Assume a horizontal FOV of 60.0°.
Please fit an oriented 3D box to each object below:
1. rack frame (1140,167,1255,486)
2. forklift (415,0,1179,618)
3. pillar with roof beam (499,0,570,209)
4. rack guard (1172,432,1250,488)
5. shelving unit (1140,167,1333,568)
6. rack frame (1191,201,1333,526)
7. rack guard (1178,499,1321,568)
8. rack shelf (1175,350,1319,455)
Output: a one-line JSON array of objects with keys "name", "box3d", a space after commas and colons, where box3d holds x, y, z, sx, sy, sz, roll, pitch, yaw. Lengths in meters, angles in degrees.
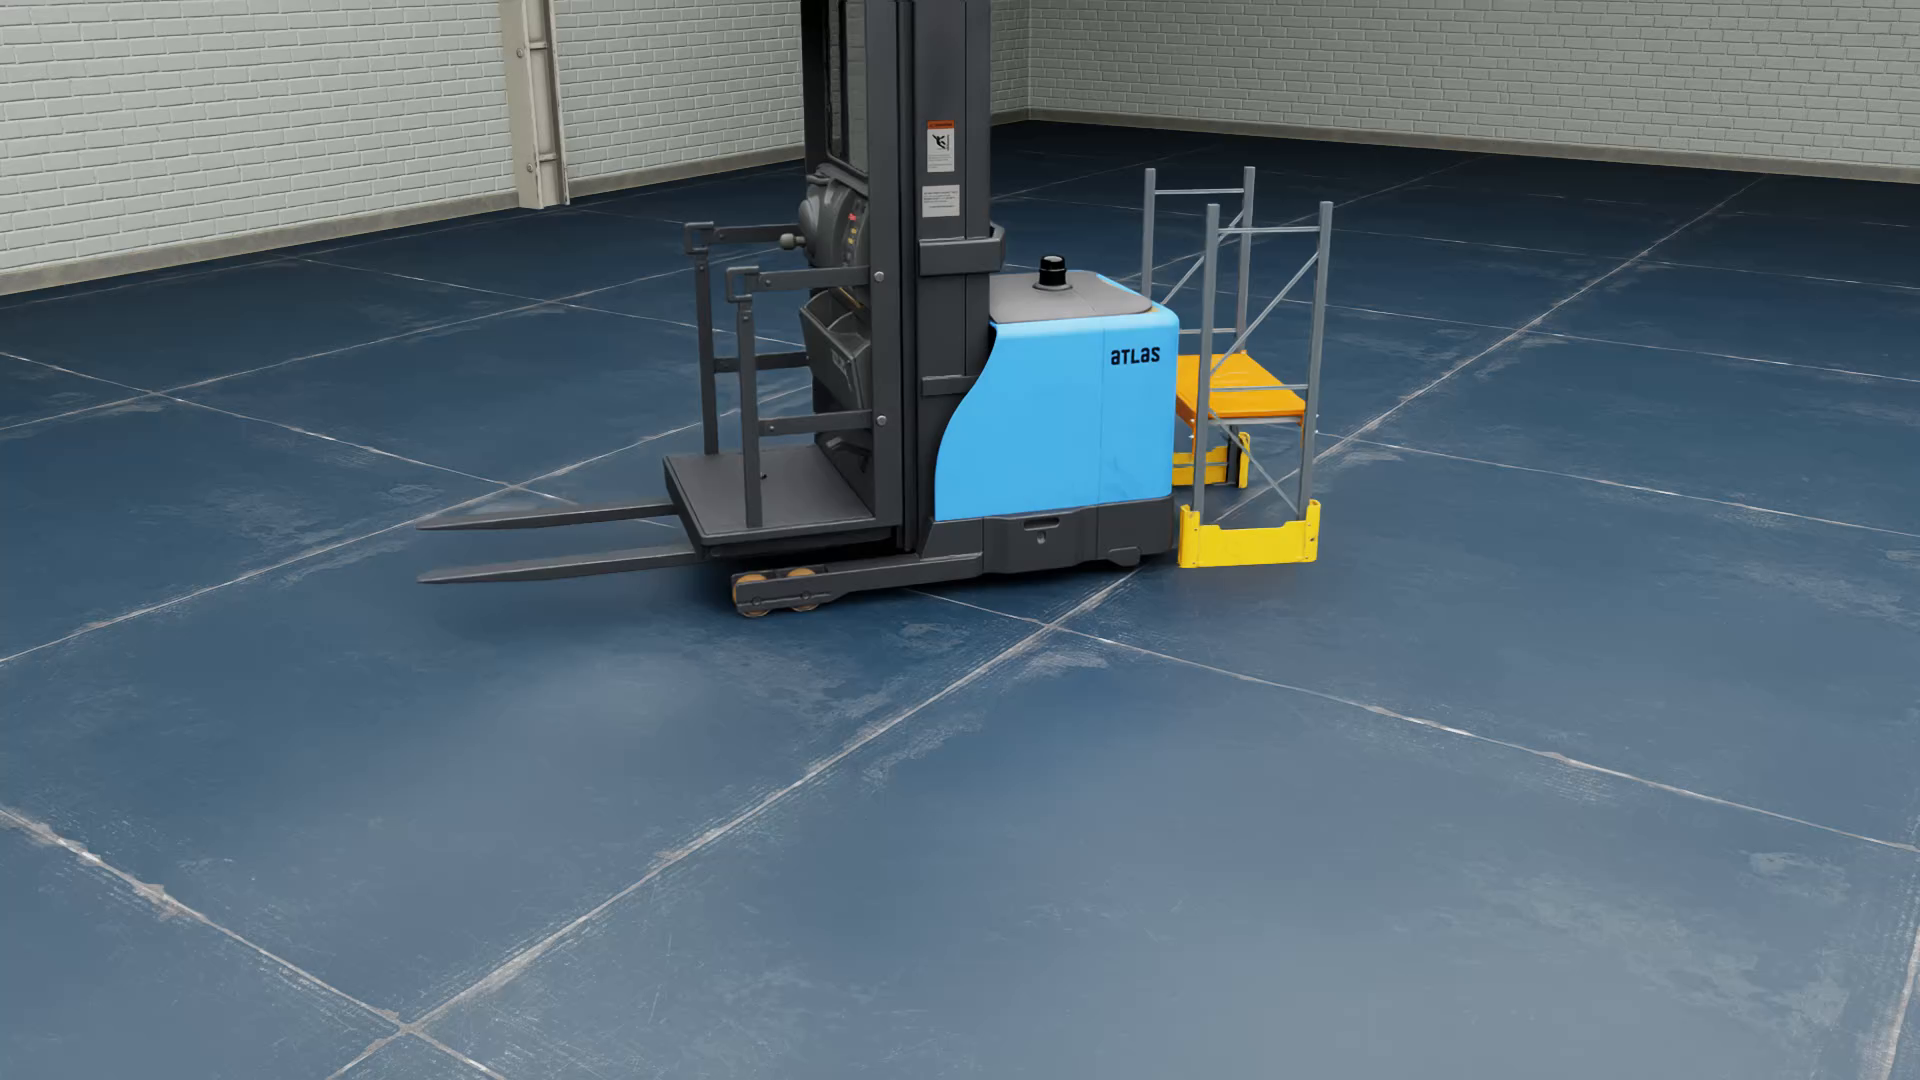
[{"name": "rack frame", "box3d": [1.076, -0.962, 7.704, 0.500, 1.500, 0.032, -3, 20, -7]}, {"name": "forklift", "box3d": [-0.682, -1.278, 6.496, 3.031, 2.935, 1.130, -6, 21, -16]}, {"name": "pillar with roof beam", "box3d": [-0.429, -6.590, 12.111, 9.100, 9.000, 0.400, 13, 24, 32]}, {"name": "rack guard", "box3d": [1.078, -0.369, 7.903, 0.587, 0.250, 0.087, -3, 20, -7]}, {"name": "shelving unit", "box3d": [1.145, -0.784, 7.223, 0.587, 1.500, 1.083, -3, 20, -7]}, {"name": "rack frame", "box3d": [1.212, -0.613, 6.759, 0.500, 1.500, 0.032, -3, 20, -7]}, {"name": "rack guard", "box3d": [1.212, -0.027, 6.977, 0.587, 0.250, 0.087, -3, 20, -7]}, {"name": "rack shelf", "box3d": [1.144, -0.619, 7.294, 0.538, 0.185, 1.000, -3, 20, -7]}]
